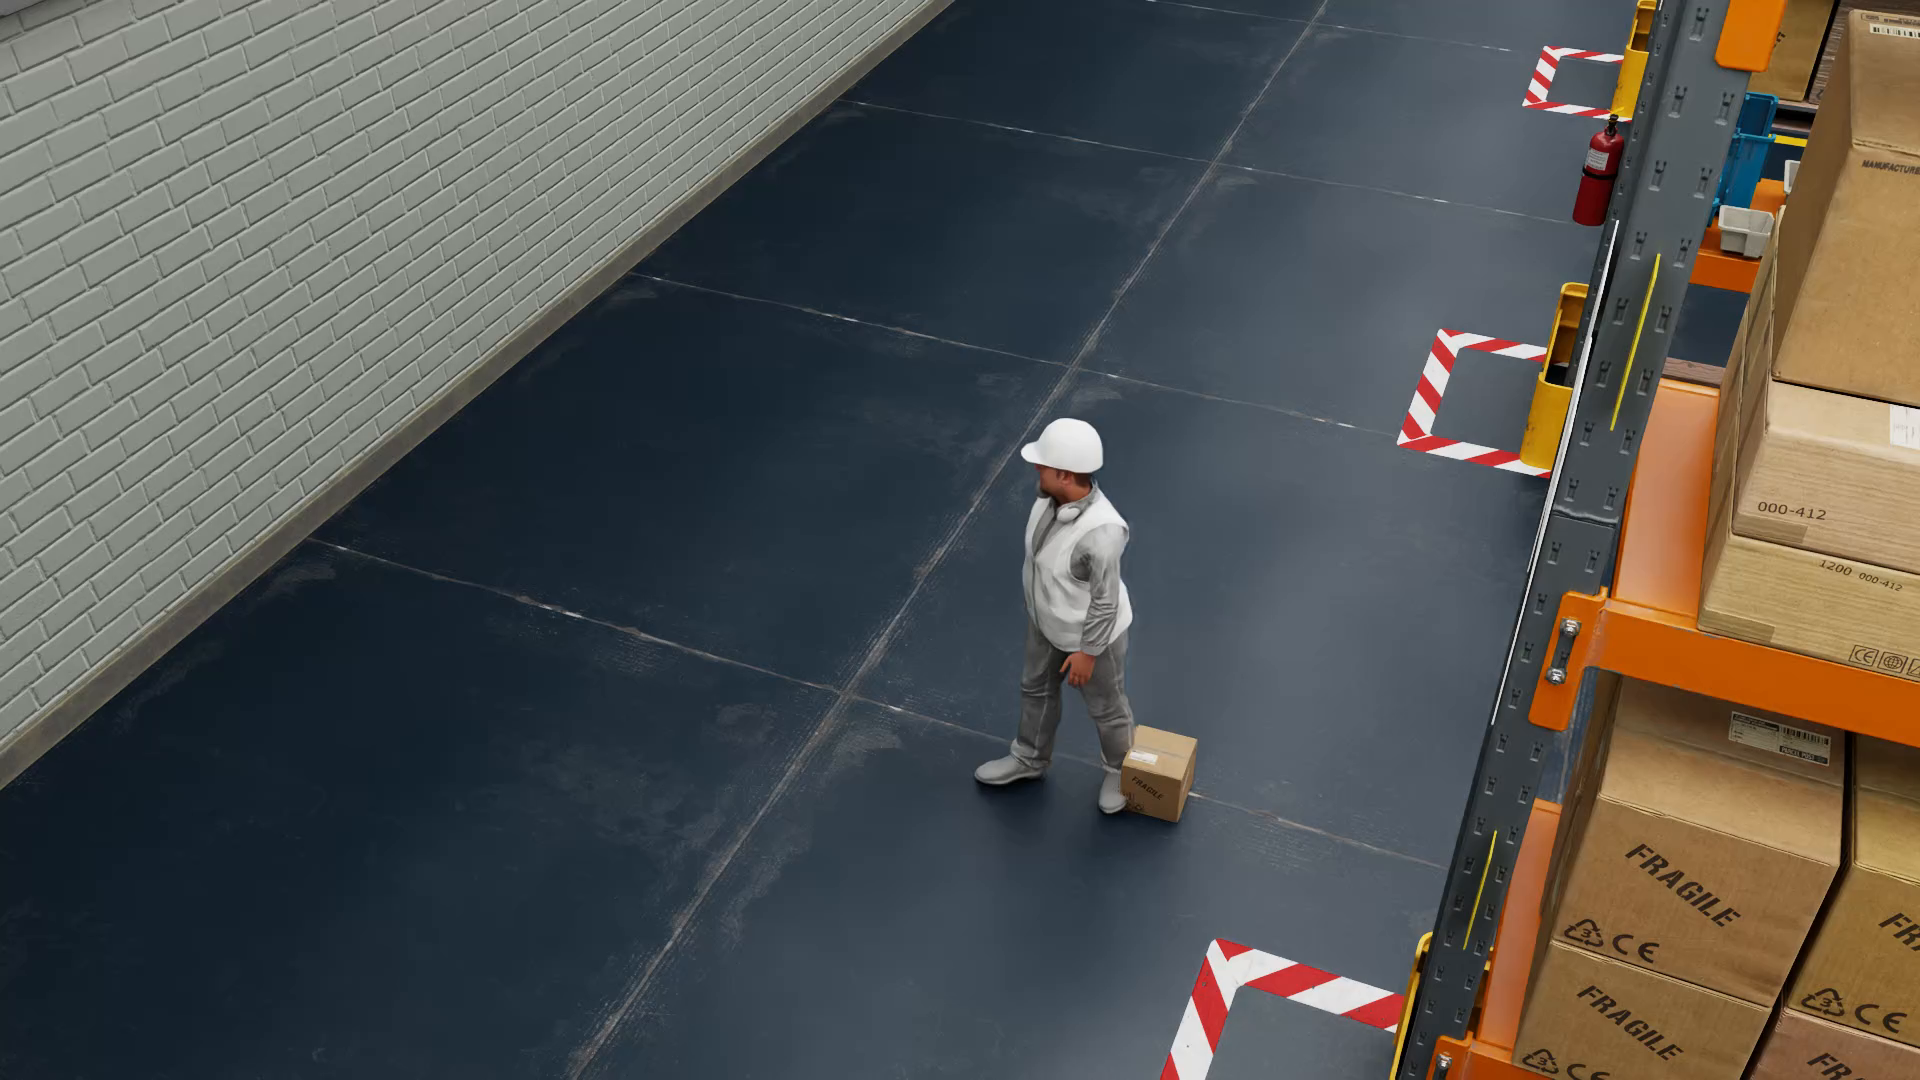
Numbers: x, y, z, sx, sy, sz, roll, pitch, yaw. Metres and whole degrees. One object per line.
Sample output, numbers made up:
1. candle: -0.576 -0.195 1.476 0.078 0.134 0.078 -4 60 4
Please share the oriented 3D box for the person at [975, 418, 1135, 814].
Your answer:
1. person: 0.410 0.306 6.379 0.617 1.772 0.578 -18 41 -23
